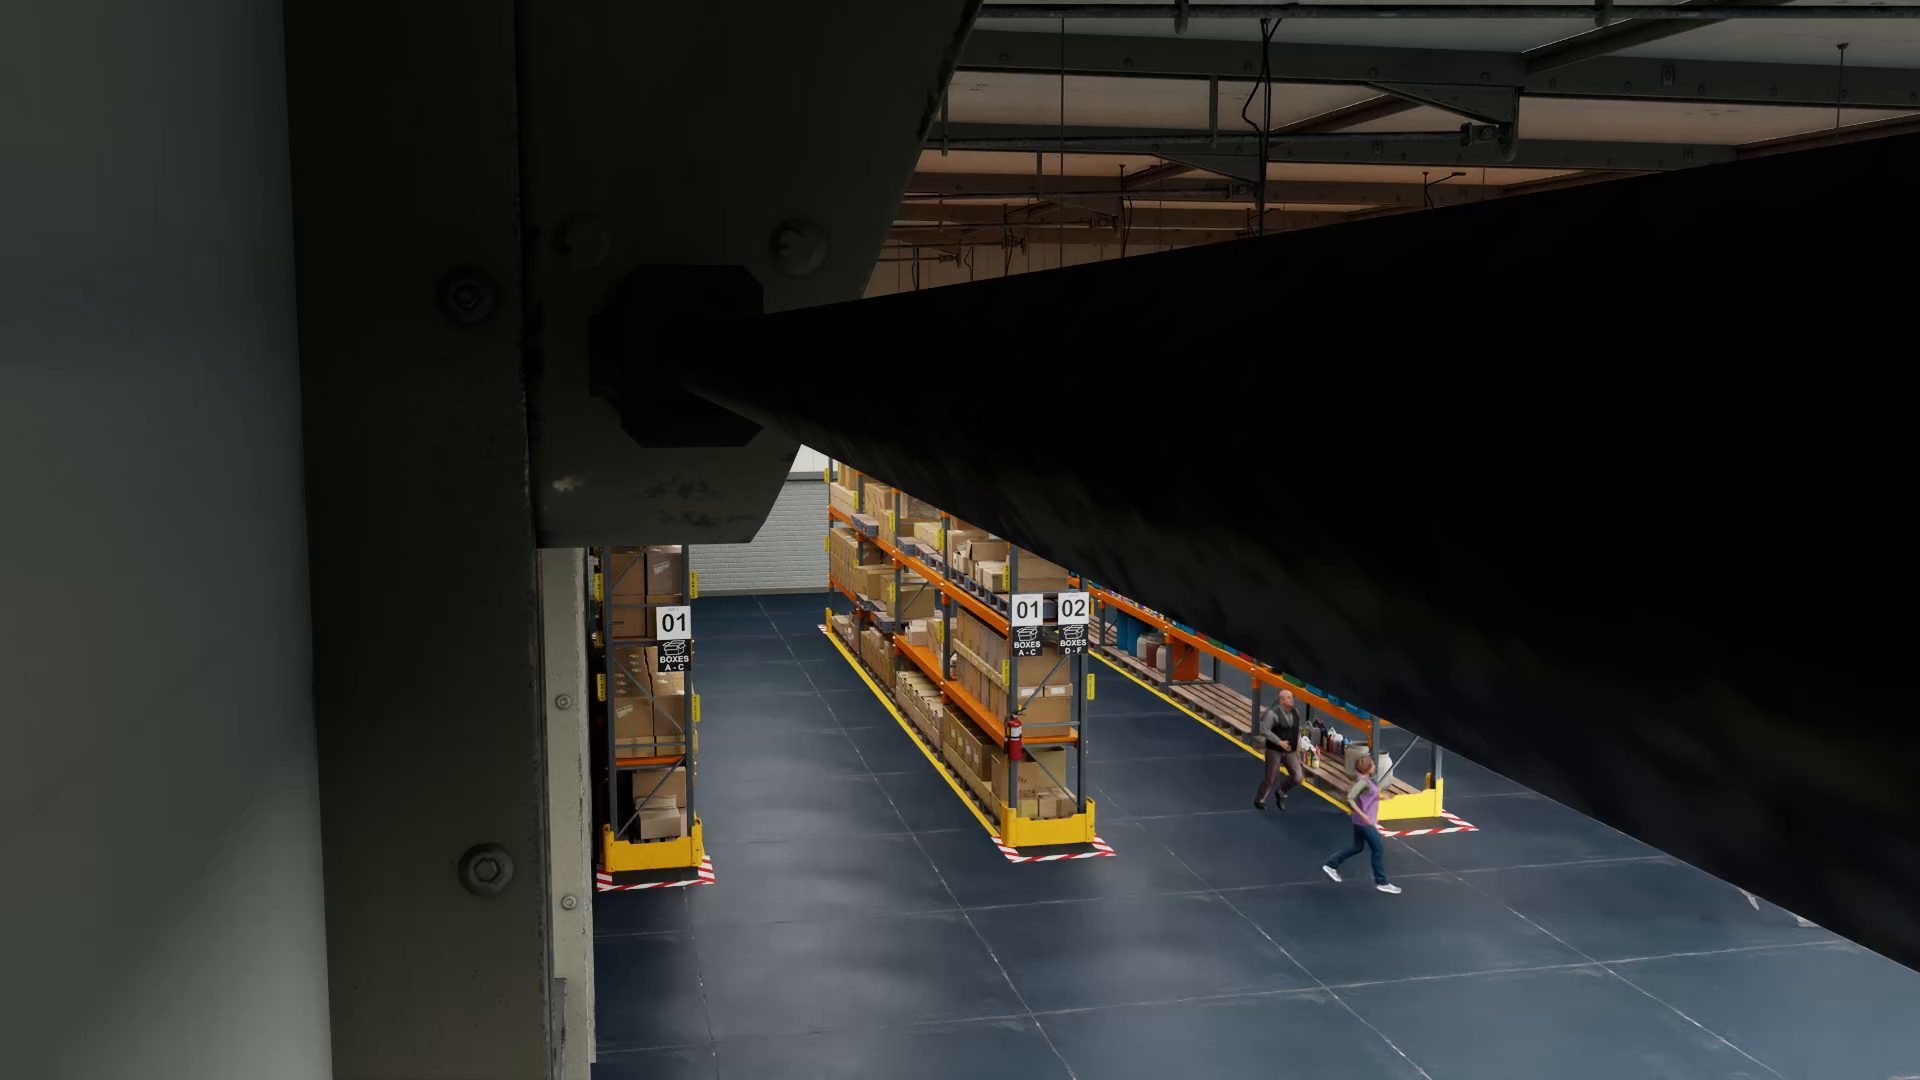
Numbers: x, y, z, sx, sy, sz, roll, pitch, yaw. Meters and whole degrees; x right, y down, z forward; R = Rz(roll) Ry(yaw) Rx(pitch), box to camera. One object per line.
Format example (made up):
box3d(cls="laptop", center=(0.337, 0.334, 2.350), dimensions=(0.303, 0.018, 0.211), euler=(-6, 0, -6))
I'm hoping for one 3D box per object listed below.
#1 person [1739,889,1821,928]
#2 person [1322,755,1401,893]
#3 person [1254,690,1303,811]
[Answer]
box3d(cls="person", center=(8.981, 3.321, 18.050), dimensions=(0.876, 1.761, 0.669), euler=(2, 7, 13))
box3d(cls="person", center=(4.638, 3.254, 19.127), dimensions=(0.893, 1.586, 0.536), euler=(1, 7, 8))
box3d(cls="person", center=(4.361, 2.835, 22.381), dimensions=(0.698, 1.669, 0.679), euler=(-3, 7, -22))
